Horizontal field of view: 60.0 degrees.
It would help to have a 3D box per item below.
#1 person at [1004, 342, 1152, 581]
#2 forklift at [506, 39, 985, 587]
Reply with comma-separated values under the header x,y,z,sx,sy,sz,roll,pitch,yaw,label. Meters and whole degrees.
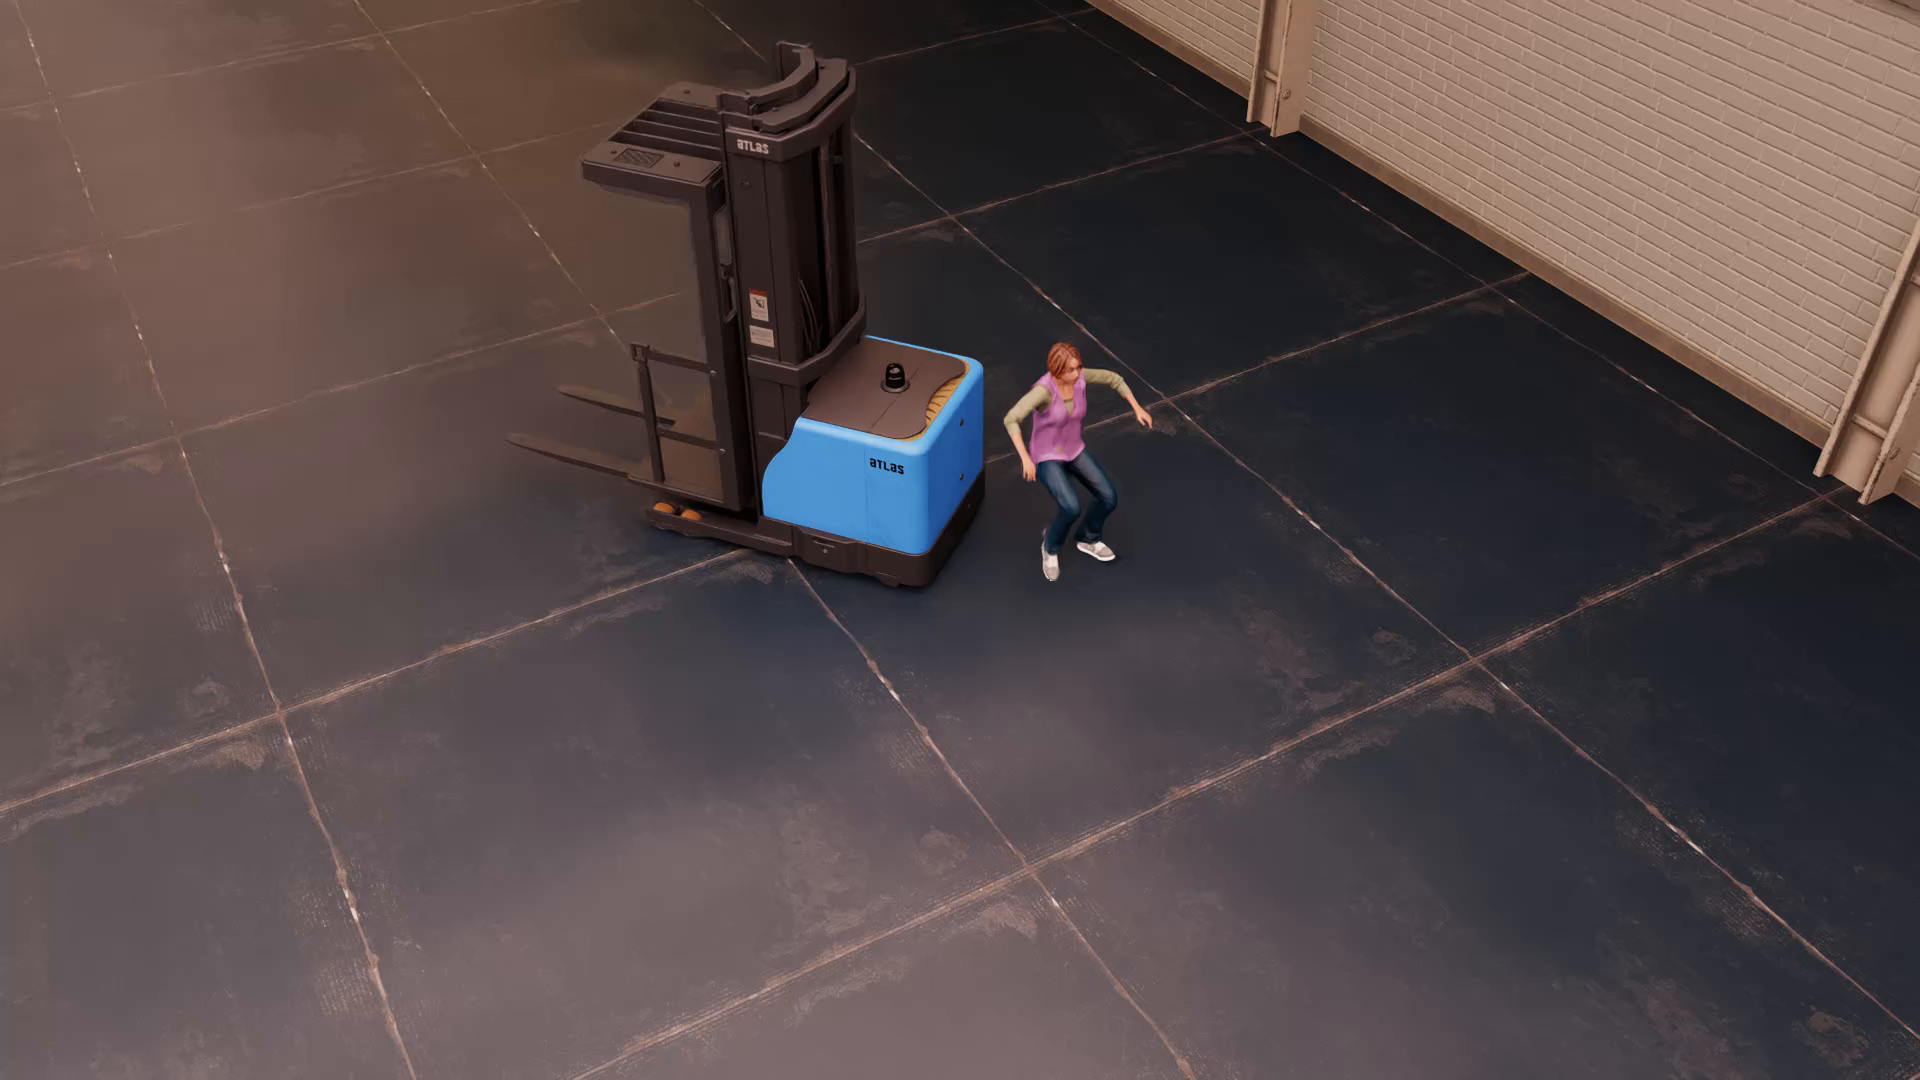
x,y,z,sx,sy,sz,roll,pitch,yaw,label
0.684,-0.493,9.825,0.922,1.449,0.553,-24,45,-26,person
-1.413,-1.446,9.779,3.031,2.935,1.130,14,42,17,forklift
